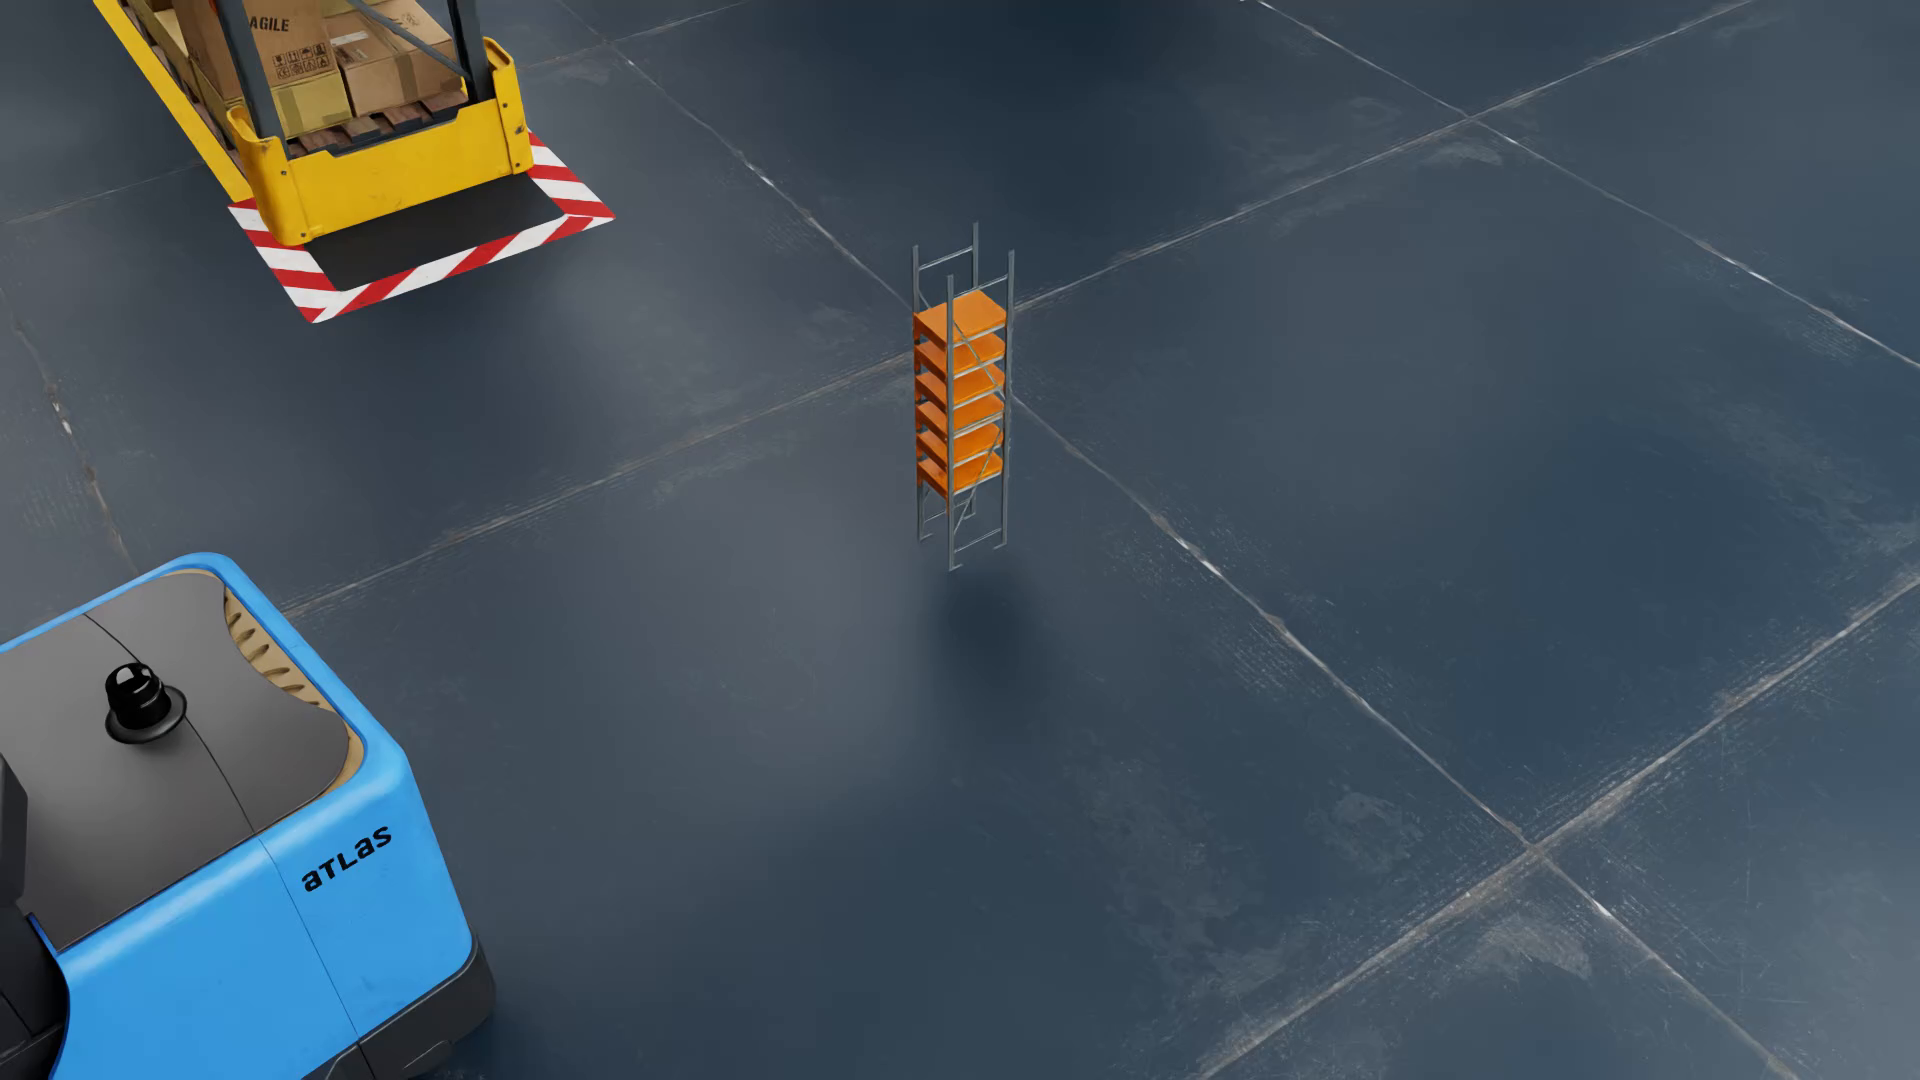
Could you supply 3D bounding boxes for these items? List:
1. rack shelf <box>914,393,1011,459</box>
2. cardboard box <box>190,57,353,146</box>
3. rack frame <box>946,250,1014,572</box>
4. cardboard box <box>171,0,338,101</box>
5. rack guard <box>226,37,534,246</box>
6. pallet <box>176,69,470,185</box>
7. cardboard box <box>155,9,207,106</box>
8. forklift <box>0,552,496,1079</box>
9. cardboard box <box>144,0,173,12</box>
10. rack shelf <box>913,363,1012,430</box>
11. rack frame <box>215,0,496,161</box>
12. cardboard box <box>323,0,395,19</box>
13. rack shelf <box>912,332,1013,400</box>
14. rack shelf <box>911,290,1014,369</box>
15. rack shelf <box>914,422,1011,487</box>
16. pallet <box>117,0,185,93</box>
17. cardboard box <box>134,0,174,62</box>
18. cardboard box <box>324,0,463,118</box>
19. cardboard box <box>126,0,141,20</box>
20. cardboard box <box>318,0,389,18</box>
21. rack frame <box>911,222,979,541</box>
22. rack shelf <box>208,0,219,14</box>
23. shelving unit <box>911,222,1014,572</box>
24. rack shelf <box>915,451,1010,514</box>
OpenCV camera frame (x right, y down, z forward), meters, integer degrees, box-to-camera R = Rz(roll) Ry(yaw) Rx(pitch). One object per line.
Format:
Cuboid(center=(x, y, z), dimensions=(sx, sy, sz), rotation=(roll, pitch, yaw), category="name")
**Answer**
Cuboid(center=(0.008, -0.394, 5.358), dimensions=(0.258, 0.103, 0.180), rotation=(-26, 49, -24), category="rack shelf")
Cuboid(center=(-3.044, -1.999, 7.359), dimensions=(0.500, 0.250, 0.500), rotation=(-26, 49, -24), category="cardboard box")
Cuboid(center=(0.061, -0.374, 5.273), dimensions=(0.240, 1.200, 0.006), rotation=(-26, 49, -24), category="rack frame")
Cuboid(center=(-3.046, -2.269, 7.099), dimensions=(0.500, 0.500, 0.500), rotation=(-26, 49, -24), category="cardboard box")
Cuboid(center=(-2.482, -1.737, 7.207), dimensions=(1.175, 0.500, 0.348), rotation=(-26, 49, -24), category="rack guard")
Cuboid(center=(-2.967, -2.063, 7.758), dimensions=(1.003, 0.211, 1.213), rotation=(-26, 49, -24), category="pallet")
Cuboid(center=(-3.340, -2.277, 7.650), dimensions=(0.500, 0.250, 0.500), rotation=(-26, 49, -24), category="cardboard box")
Cuboid(center=(-2.640, 0.661, 2.935), dimensions=(3.031, 2.935, 1.130), rotation=(-33, 53, -30), category="forklift")
Cuboid(center=(-3.630, -2.830, 7.686), dimensions=(0.500, 0.500, 0.500), rotation=(-26, 49, -24), category="cardboard box")
Cuboid(center=(0.008, -0.480, 5.275), dimensions=(0.258, 0.103, 0.180), rotation=(-26, 49, -24), category="rack shelf")
Cuboid(center=(-2.495, -2.655, 6.358), dimensions=(1.000, 3.000, 0.127), rotation=(-26, 49, -24), category="rack frame")
Cuboid(center=(-2.909, -2.485, 7.868), dimensions=(0.500, 0.250, 0.500), rotation=(-26, 49, -24), category="cardboard box")
Cuboid(center=(0.008, -0.567, 5.192), dimensions=(0.258, 0.103, 0.180), rotation=(-26, 49, -24), category="rack shelf")
Cuboid(center=(0.008, -0.654, 5.109), dimensions=(0.258, 0.103, 0.180), rotation=(-26, 49, -24), category="rack shelf")
Cuboid(center=(0.008, -0.307, 5.441), dimensions=(0.258, 0.103, 0.180), rotation=(-26, 49, -24), category="rack shelf")
Cuboid(center=(-3.661, -2.753, 8.481), dimensions=(1.003, 0.211, 1.213), rotation=(-26, 49, -24), category="pallet")
Cuboid(center=(-3.628, -2.560, 7.946), dimensions=(0.500, 0.250, 0.500), rotation=(-26, 49, -24), category="cardboard box")
Cuboid(center=(-2.620, -2.204, 7.573), dimensions=(0.500, 0.250, 0.500), rotation=(-26, 49, -24), category="cardboard box")
Cuboid(center=(-3.912, -2.844, 8.244), dimensions=(0.500, 0.250, 0.500), rotation=(-26, 49, -24), category="cardboard box")
Cuboid(center=(-2.907, -2.757, 7.610), dimensions=(0.500, 0.500, 0.500), rotation=(-26, 49, -24), category="cardboard box")
Cuboid(center=(-0.044, -0.478, 5.381), dimensions=(0.240, 1.200, 0.006), rotation=(-26, 49, -24), category="rack frame")
Cuboid(center=(-3.639, -3.527, 7.793), dimensions=(1.077, 0.370, 4.000), rotation=(-26, 49, -24), category="rack shelf")
Cuboid(center=(0.008, -0.426, 5.327), dimensions=(0.258, 1.200, 0.189), rotation=(-26, 49, -24), category="shelving unit")
Cuboid(center=(0.008, -0.220, 5.524), dimensions=(0.258, 0.103, 0.180), rotation=(-26, 49, -24), category="rack shelf")
